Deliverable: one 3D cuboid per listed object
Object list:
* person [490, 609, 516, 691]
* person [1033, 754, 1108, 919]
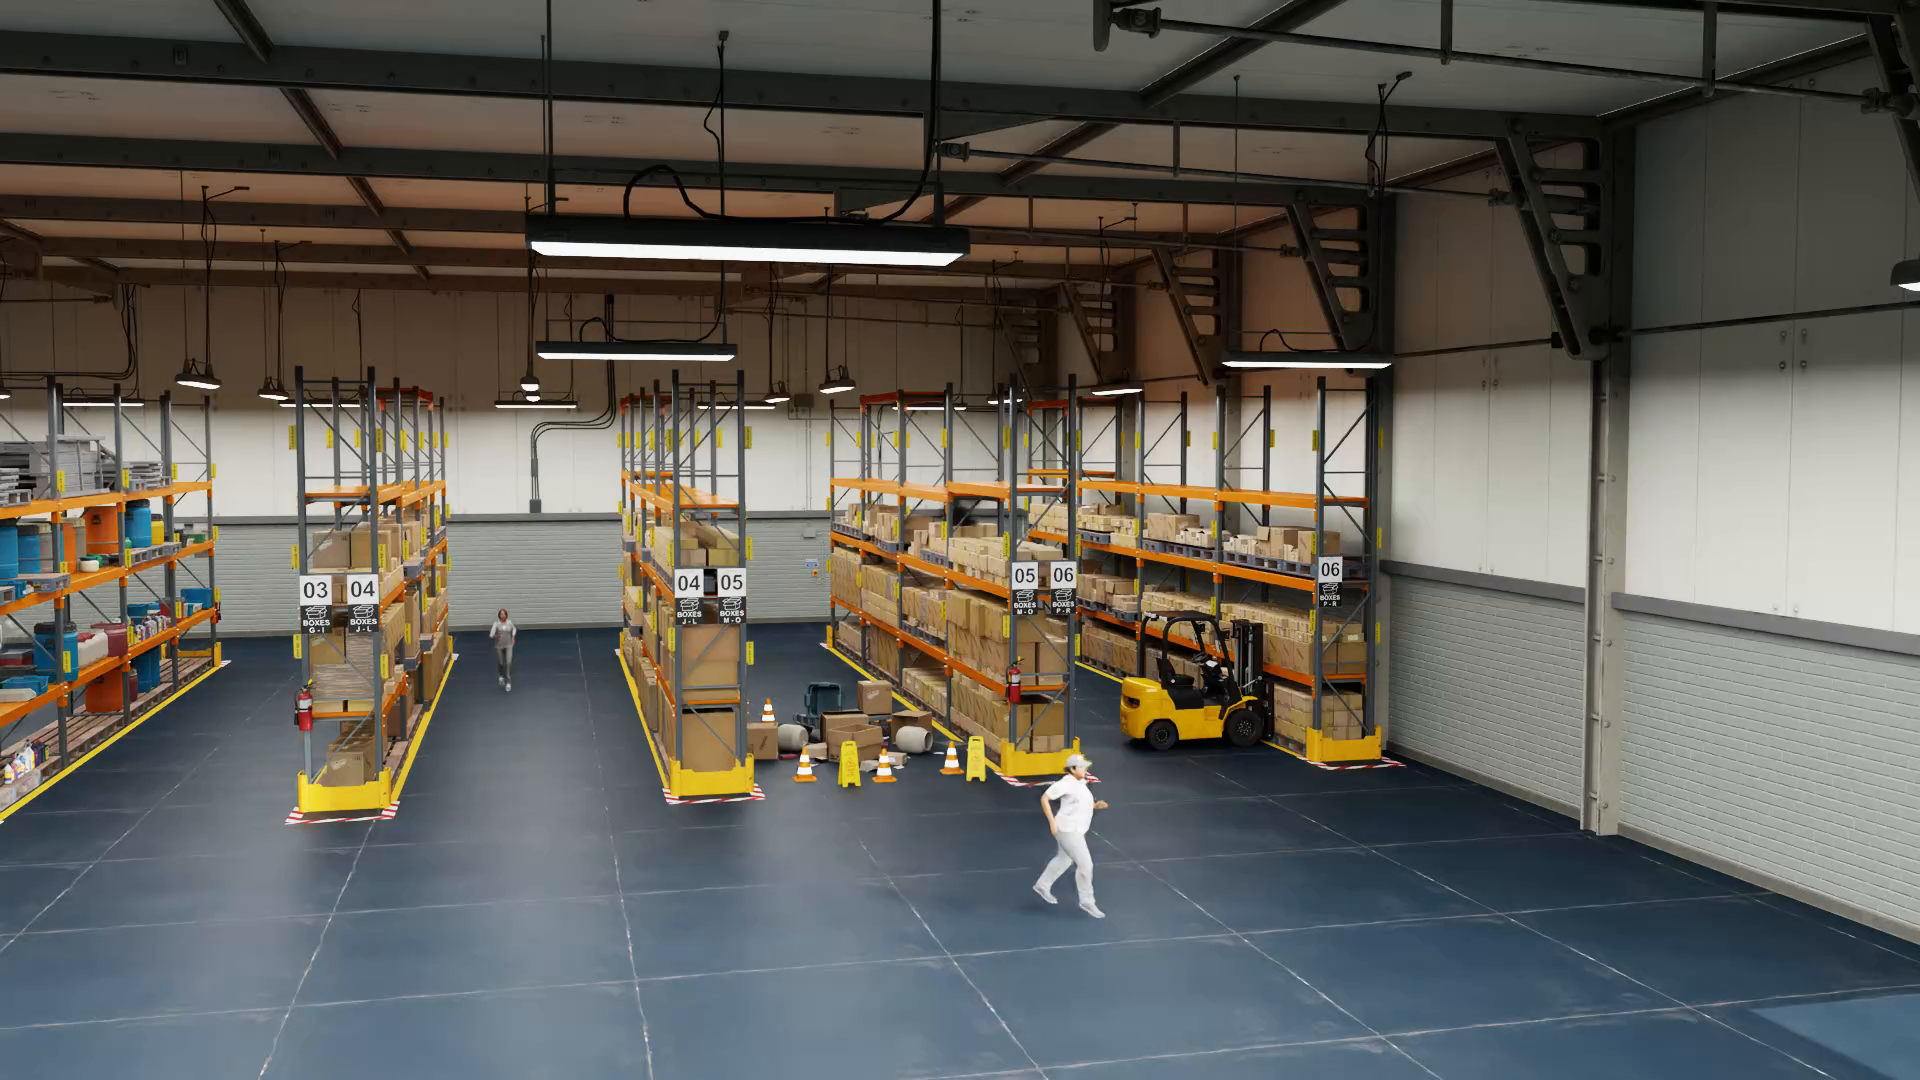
[{"bbox_3d":[-9.177,2.183,33.420,0.531,1.607,0.838,-1,4,-20],"label":"person"},{"bbox_3d":[1.154,3.110,17.620,0.855,1.711,0.580,1,4,23],"label":"person"}]
